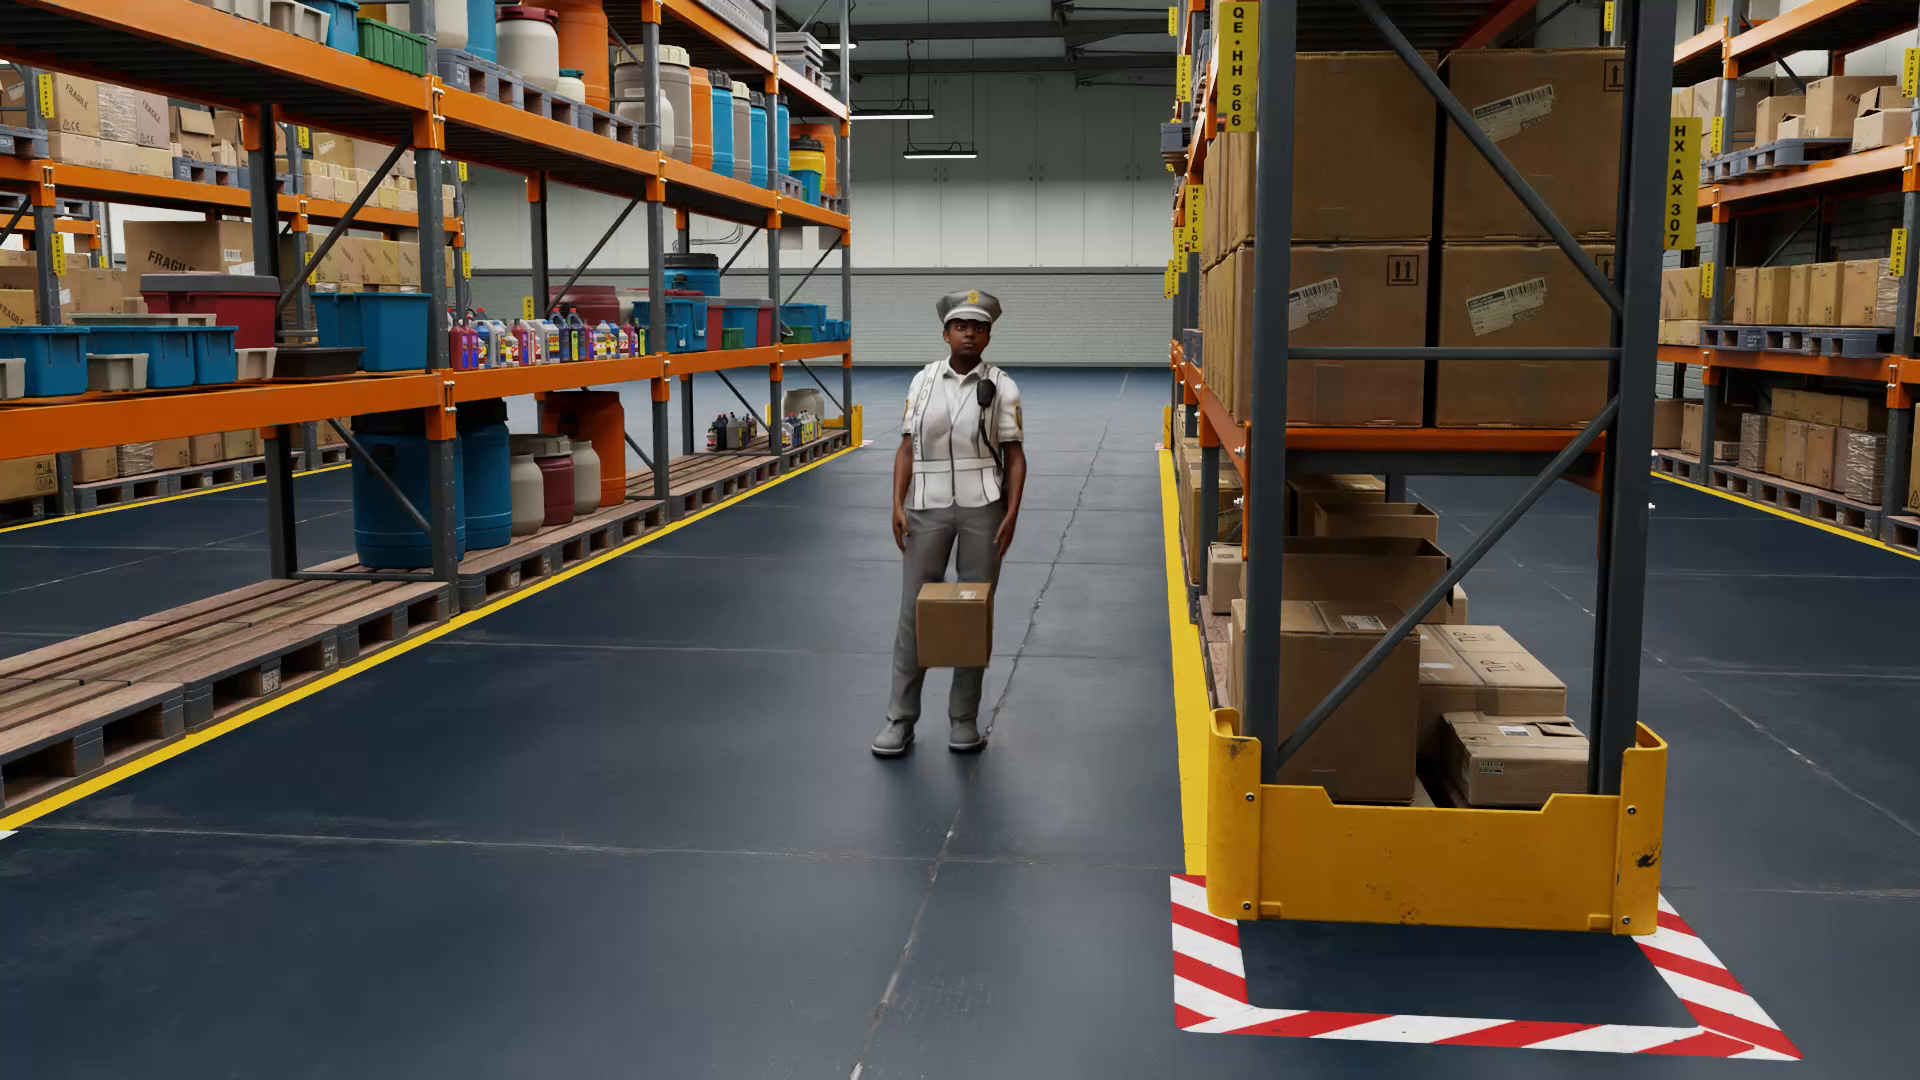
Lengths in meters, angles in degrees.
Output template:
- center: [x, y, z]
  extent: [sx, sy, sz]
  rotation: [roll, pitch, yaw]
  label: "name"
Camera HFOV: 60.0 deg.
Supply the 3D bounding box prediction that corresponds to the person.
- center: [-0.033, -0.078, 6.180]
  extent: [0.547, 1.698, 0.528]
  rotation: [1, 8, 6]
  label: "person"
